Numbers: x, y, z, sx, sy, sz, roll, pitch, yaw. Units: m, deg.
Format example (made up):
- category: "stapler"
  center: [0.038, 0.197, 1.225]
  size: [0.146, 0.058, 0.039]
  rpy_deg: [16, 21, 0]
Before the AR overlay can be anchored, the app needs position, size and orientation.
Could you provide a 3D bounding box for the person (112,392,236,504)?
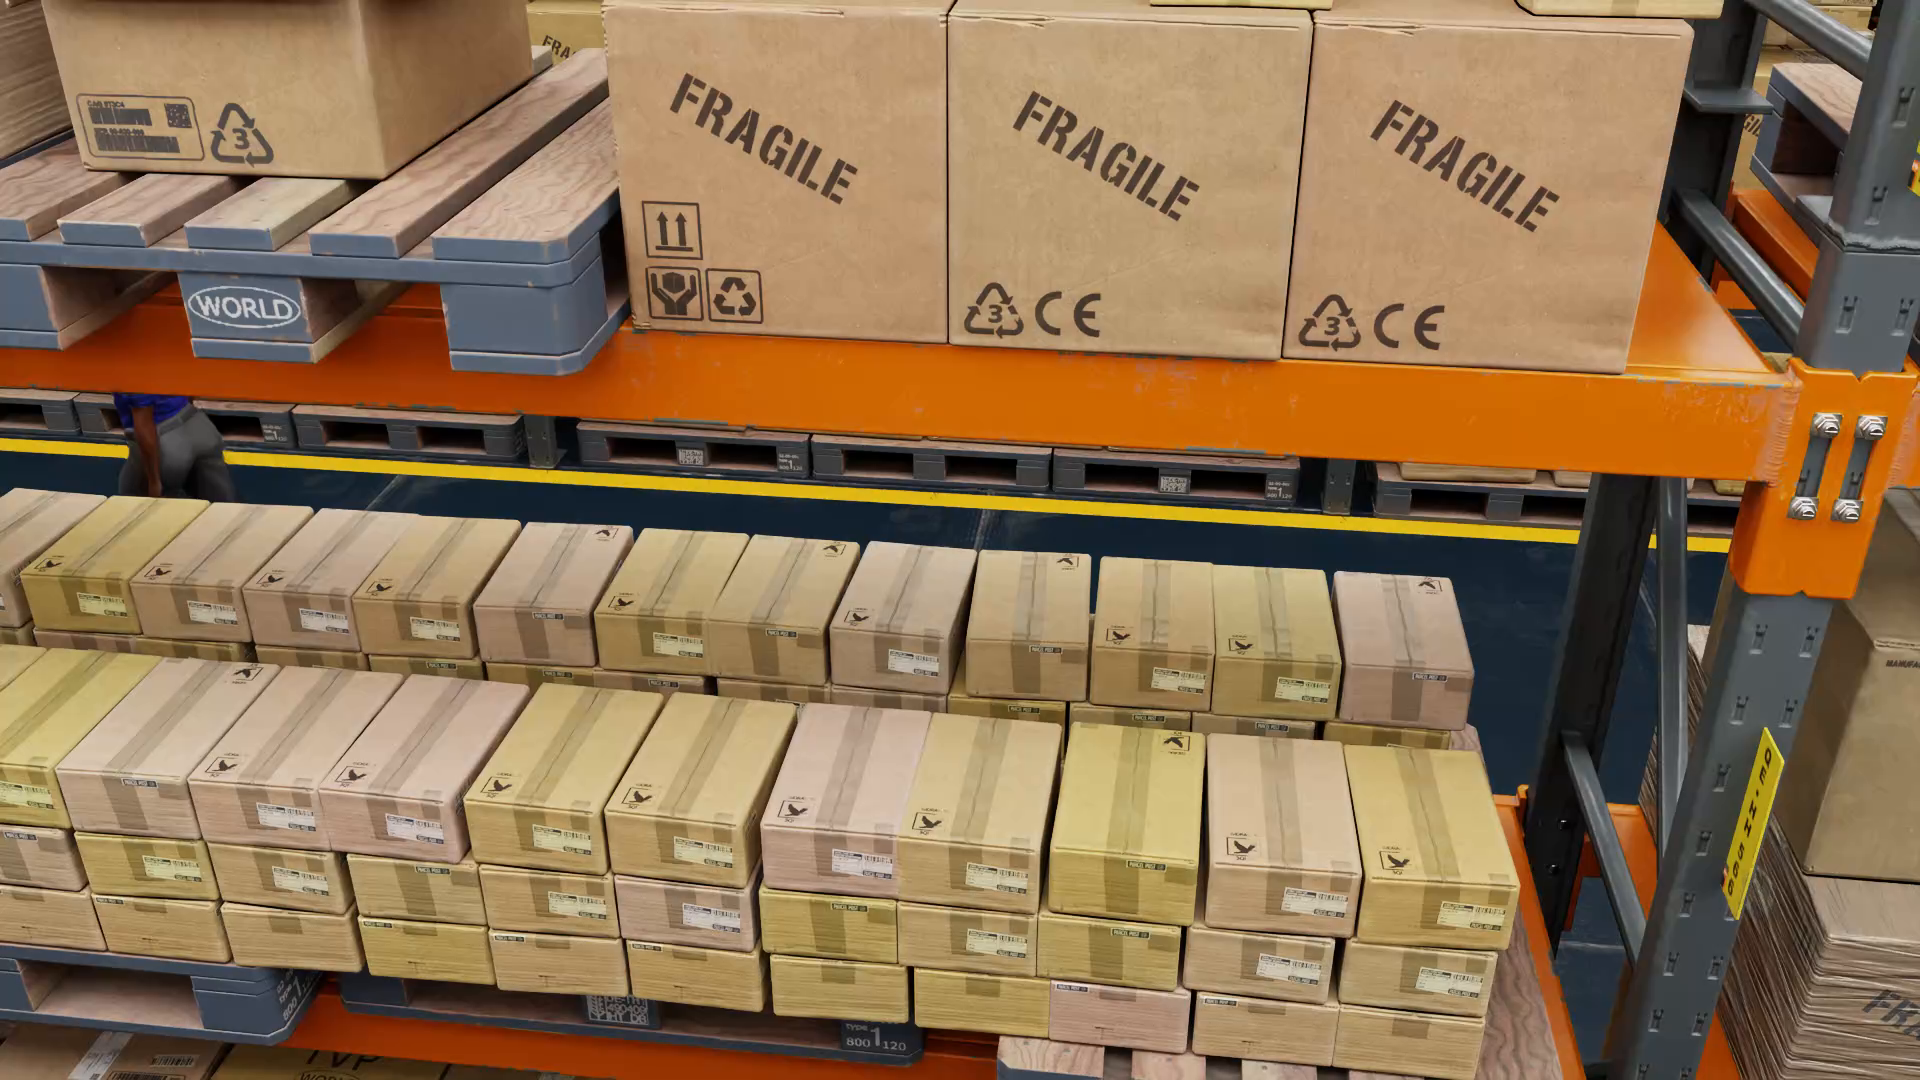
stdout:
- category: "person"
  center: [-3.270, -0.353, 6.791]
  size: [0.781, 1.676, 0.486]
  rpy_deg: [9, 30, 16]
